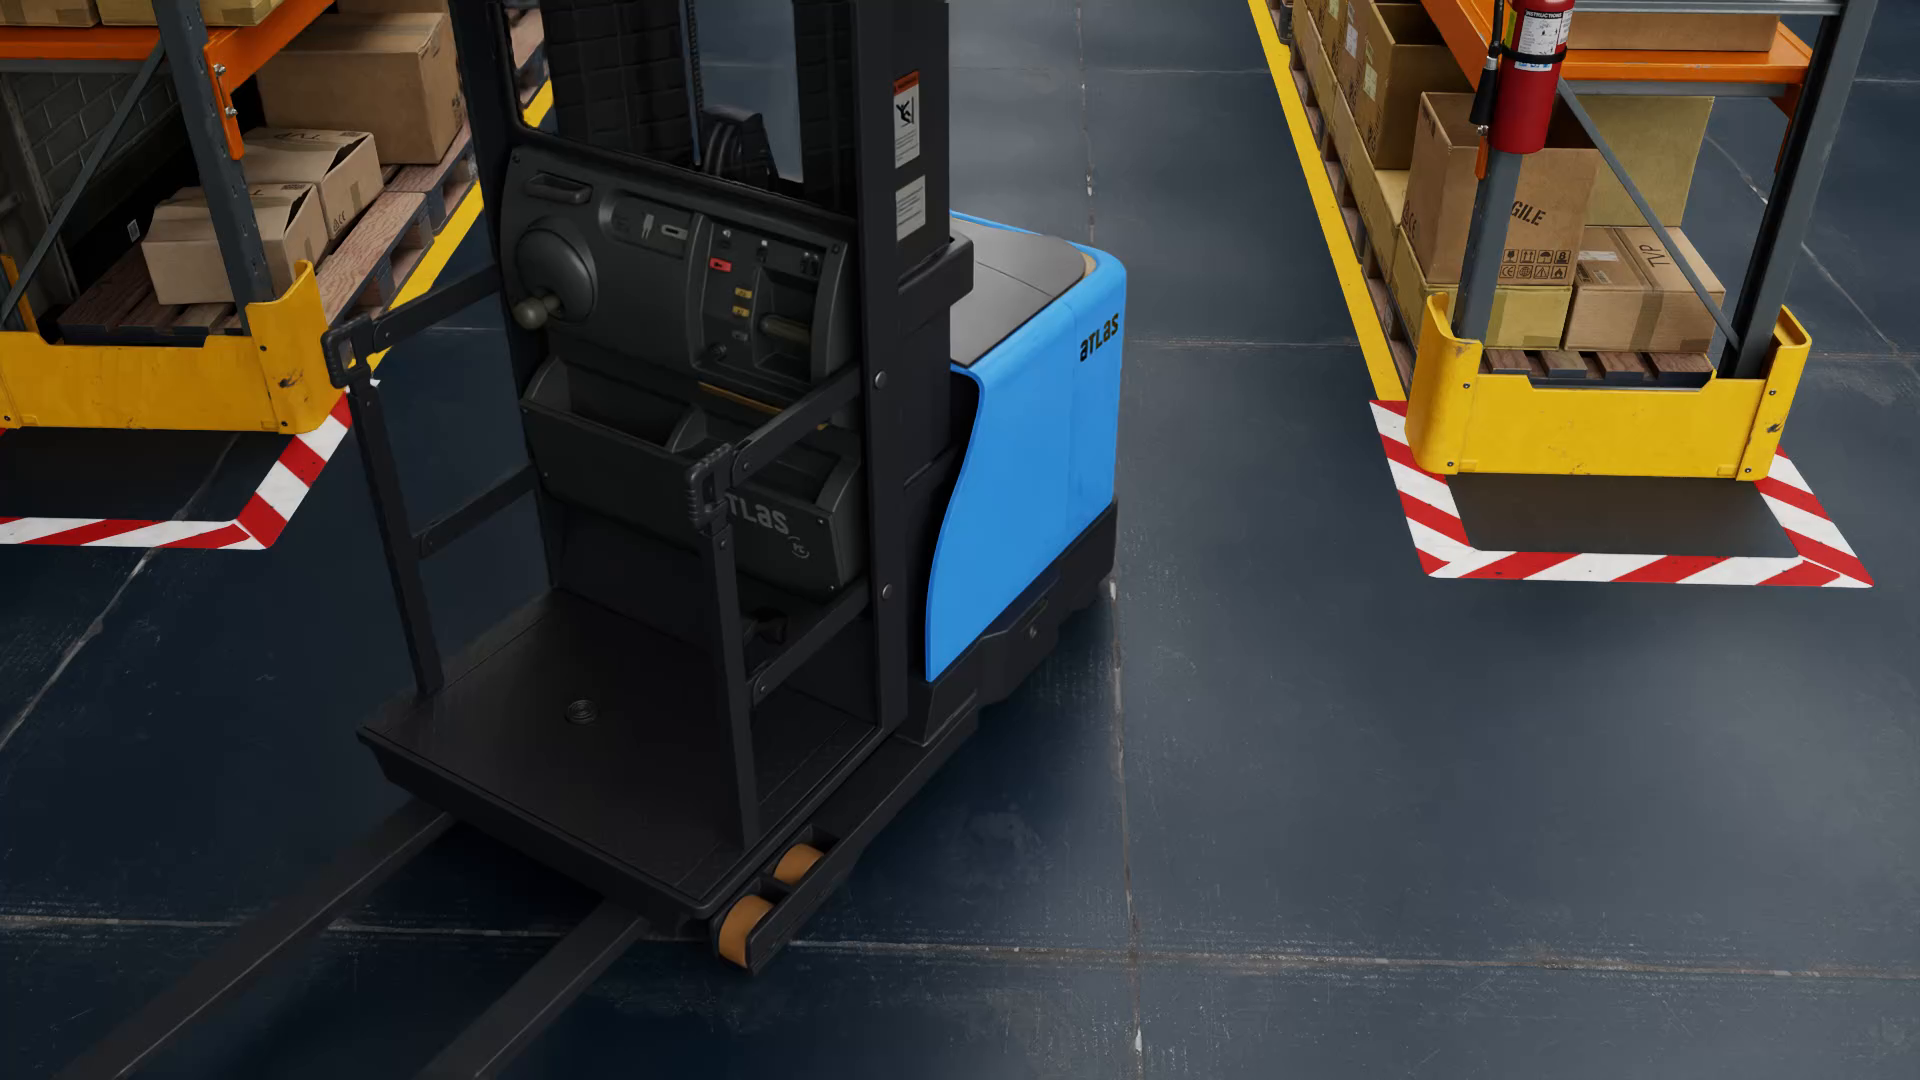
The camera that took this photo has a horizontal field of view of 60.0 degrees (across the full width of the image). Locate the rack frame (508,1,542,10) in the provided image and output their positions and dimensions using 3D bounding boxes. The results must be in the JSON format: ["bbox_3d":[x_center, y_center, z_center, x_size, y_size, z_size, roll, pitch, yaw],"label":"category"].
[{"bbox_3d":[-2.659,-3.960,8.276,1.000,3.000,0.127,1,35,2],"label":"rack frame"}]

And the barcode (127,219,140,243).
[{"bbox_3d":[-3.101,-1.161,6.241,0.001,0.075,0.075,1,35,2],"label":"barcode"}]

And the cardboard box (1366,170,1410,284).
[{"bbox_3d":[1.864,-1.199,6.373,0.500,0.250,0.500,1,35,2],"label":"cardboard box"}]

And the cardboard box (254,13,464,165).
[{"bbox_3d":[-2.600,-1.963,7.225,0.700,0.500,0.500,-1,35,-1],"label":"cardboard box"}]

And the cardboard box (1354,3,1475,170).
[{"bbox_3d":[1.879,-1.793,6.567,0.500,0.500,0.500,1,35,2],"label":"cardboard box"}]

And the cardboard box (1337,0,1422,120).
[{"bbox_3d":[1.901,-2.080,6.975,0.500,0.500,0.500,1,35,2],"label":"cardboard box"}]

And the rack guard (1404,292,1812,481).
[{"bbox_3d":[2.129,-0.513,5.545,1.175,0.500,0.348,1,35,2],"label":"rack guard"}]

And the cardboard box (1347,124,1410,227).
[{"bbox_3d":[1.882,-1.486,6.782,0.500,0.250,0.500,1,35,2],"label":"cardboard box"}]

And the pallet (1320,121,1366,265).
[{"bbox_3d":[2.170,-1.548,7.269,1.003,0.211,1.213,1,35,2],"label":"pallet"}]

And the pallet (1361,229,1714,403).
[{"bbox_3d":[2.119,-0.849,6.275,1.003,0.211,1.213,1,35,2],"label":"pallet"}]

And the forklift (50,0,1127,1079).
[{"bbox_3d":[-0.748,-0.521,3.442,1.130,2.935,3.031,20,40,26],"label":"forklift"}]

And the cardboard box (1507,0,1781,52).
[{"bbox_3d":[2.161,-1.859,5.199,0.700,0.500,0.500,1,35,2],"label":"cardboard box"}]

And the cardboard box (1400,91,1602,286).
[{"bbox_3d":[1.854,-1.218,5.749,0.500,0.500,0.500,1,35,2],"label":"cardboard box"}]

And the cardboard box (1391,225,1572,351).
[{"bbox_3d":[1.856,-0.911,5.964,0.500,0.250,0.500,1,35,2],"label":"cardboard box"}]

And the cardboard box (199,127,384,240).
[{"bbox_3d":[-2.679,-1.465,6.681,0.500,0.311,0.500,4,35,6],"label":"cardboard box"}]

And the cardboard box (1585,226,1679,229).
[{"bbox_3d":[2.390,-1.187,6.356,0.500,0.250,0.500,1,35,2],"label":"cardboard box"}]

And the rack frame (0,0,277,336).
[{"bbox_3d":[-2.820,-1.662,5.006,1.000,3.000,0.127,1,35,2],"label":"rack frame"}]

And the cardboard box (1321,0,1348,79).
[{"bbox_3d":[1.919,-2.368,7.384,0.500,0.500,0.500,1,35,2],"label":"cardboard box"}]

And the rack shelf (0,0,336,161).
[{"bbox_3d":[-2.740,-2.517,6.848,1.077,0.370,4.000,1,35,2],"label":"rack shelf"}]

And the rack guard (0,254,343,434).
[{"bbox_3d":[-2.817,-0.683,5.787,1.175,0.500,0.348,1,35,2],"label":"rack guard"}]

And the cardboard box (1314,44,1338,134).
[{"bbox_3d":[1.918,-2.061,7.600,0.500,0.250,0.500,1,35,2],"label":"cardboard box"}]

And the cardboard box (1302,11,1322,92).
[{"bbox_3d":[1.944,-2.348,8.008,0.500,0.250,0.500,1,35,2],"label":"cardboard box"}]

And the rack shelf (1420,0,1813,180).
[{"bbox_3d":[2.210,-2.404,6.688,1.077,0.370,4.000,1,35,2],"label":"rack shelf"}]

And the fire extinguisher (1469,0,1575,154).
[{"bbox_3d":[1.661,-1.461,4.787,0.296,0.674,0.183,1,35,2],"label":"fire extinguisher"}]

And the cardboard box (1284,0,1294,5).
[{"bbox_3d":[2.017,-3.140,9.135,0.500,0.250,0.500,1,35,1],"label":"cardboard box"}]

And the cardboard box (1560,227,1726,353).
[{"bbox_3d":[2.374,-0.899,5.947,0.500,0.250,0.500,1,35,2],"label":"cardboard box"}]

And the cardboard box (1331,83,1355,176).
[{"bbox_3d":[1.904,-1.774,7.191,0.500,0.250,0.500,1,35,2],"label":"cardboard box"}]

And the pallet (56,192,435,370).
[{"bbox_3d":[-2.749,-1.031,6.533,1.003,0.211,1.213,1,35,2],"label":"pallet"}]

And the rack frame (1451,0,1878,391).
[{"bbox_3d":[2.130,-1.550,4.846,1.000,3.000,0.127,1,35,2],"label":"rack frame"}]

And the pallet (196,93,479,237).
[{"bbox_3d":[-2.697,-1.730,7.528,1.003,0.211,1.213,1,35,2],"label":"pallet"}]

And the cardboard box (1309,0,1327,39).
[{"bbox_3d":[1.947,-2.655,7.793,0.500,0.500,0.500,1,35,2],"label":"cardboard box"}]

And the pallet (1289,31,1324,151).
[{"bbox_3d":[2.217,-2.251,8.269,1.003,0.211,1.213,1,35,2],"label":"pallet"}]

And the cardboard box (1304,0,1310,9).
[{"bbox_3d":[1.959,-2.942,8.202,0.500,0.500,0.500,1,35,2],"label":"cardboard box"}]

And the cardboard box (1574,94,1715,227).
[{"bbox_3d":[2.392,-1.494,6.140,0.500,0.500,0.500,1,35,2],"label":"cardboard box"}]

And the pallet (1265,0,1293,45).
[{"bbox_3d":[2.281,-3.131,9.522,1.003,0.211,1.213,1,35,2],"label":"pallet"}]

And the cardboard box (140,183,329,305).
[{"bbox_3d":[-2.702,-1.137,6.215,0.500,0.311,0.500,-2,35,-3],"label":"cardboard box"}]

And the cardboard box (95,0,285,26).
[{"bbox_3d":[-2.483,-1.882,5.432,0.500,0.250,0.500,0,35,1],"label":"cardboard box"}]

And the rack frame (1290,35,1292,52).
[{"bbox_3d":[2.290,-3.848,8.116,1.000,3.000,0.127,1,35,2],"label":"rack frame"}]

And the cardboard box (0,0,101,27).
[{"bbox_3d":[-2.995,-1.882,5.432,0.500,0.250,0.500,2,35,3],"label":"cardboard box"}]

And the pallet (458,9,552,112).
[{"bbox_3d":[-2.651,-2.433,8.528,1.003,0.211,1.213,1,35,2],"label":"pallet"}]

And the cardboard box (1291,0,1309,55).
[{"bbox_3d":[1.969,-2.635,8.417,0.500,0.250,0.500,1,35,2],"label":"cardboard box"}]

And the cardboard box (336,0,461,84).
[{"bbox_3d":[-2.661,-2.520,8.019,0.500,0.500,0.500,-1,35,-2],"label":"cardboard box"}]
